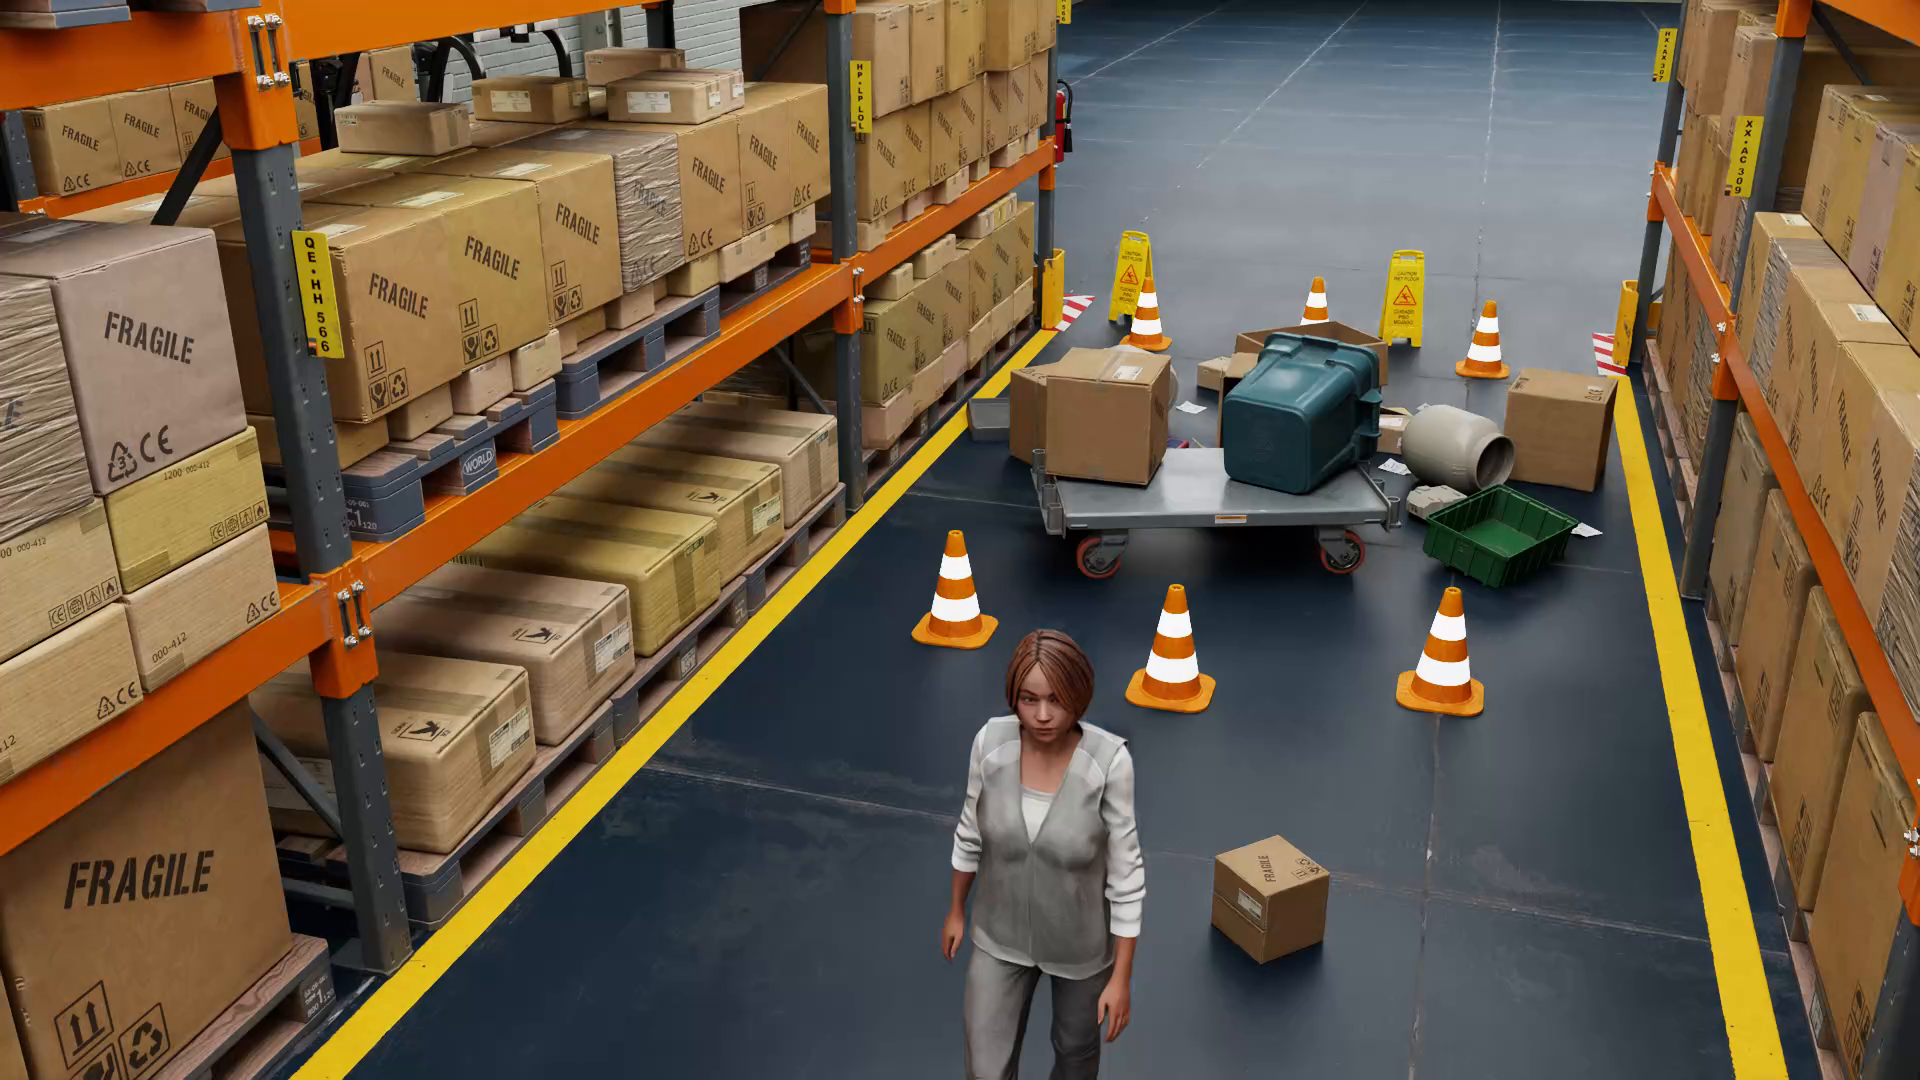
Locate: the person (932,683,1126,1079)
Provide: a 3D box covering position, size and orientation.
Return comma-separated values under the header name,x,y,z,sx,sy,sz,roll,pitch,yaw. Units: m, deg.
name,x,y,z,sx,sy,sz,roll,pitch,yaw
person,0.135,1.012,3.630,0.457,1.540,0.972,5,23,11
